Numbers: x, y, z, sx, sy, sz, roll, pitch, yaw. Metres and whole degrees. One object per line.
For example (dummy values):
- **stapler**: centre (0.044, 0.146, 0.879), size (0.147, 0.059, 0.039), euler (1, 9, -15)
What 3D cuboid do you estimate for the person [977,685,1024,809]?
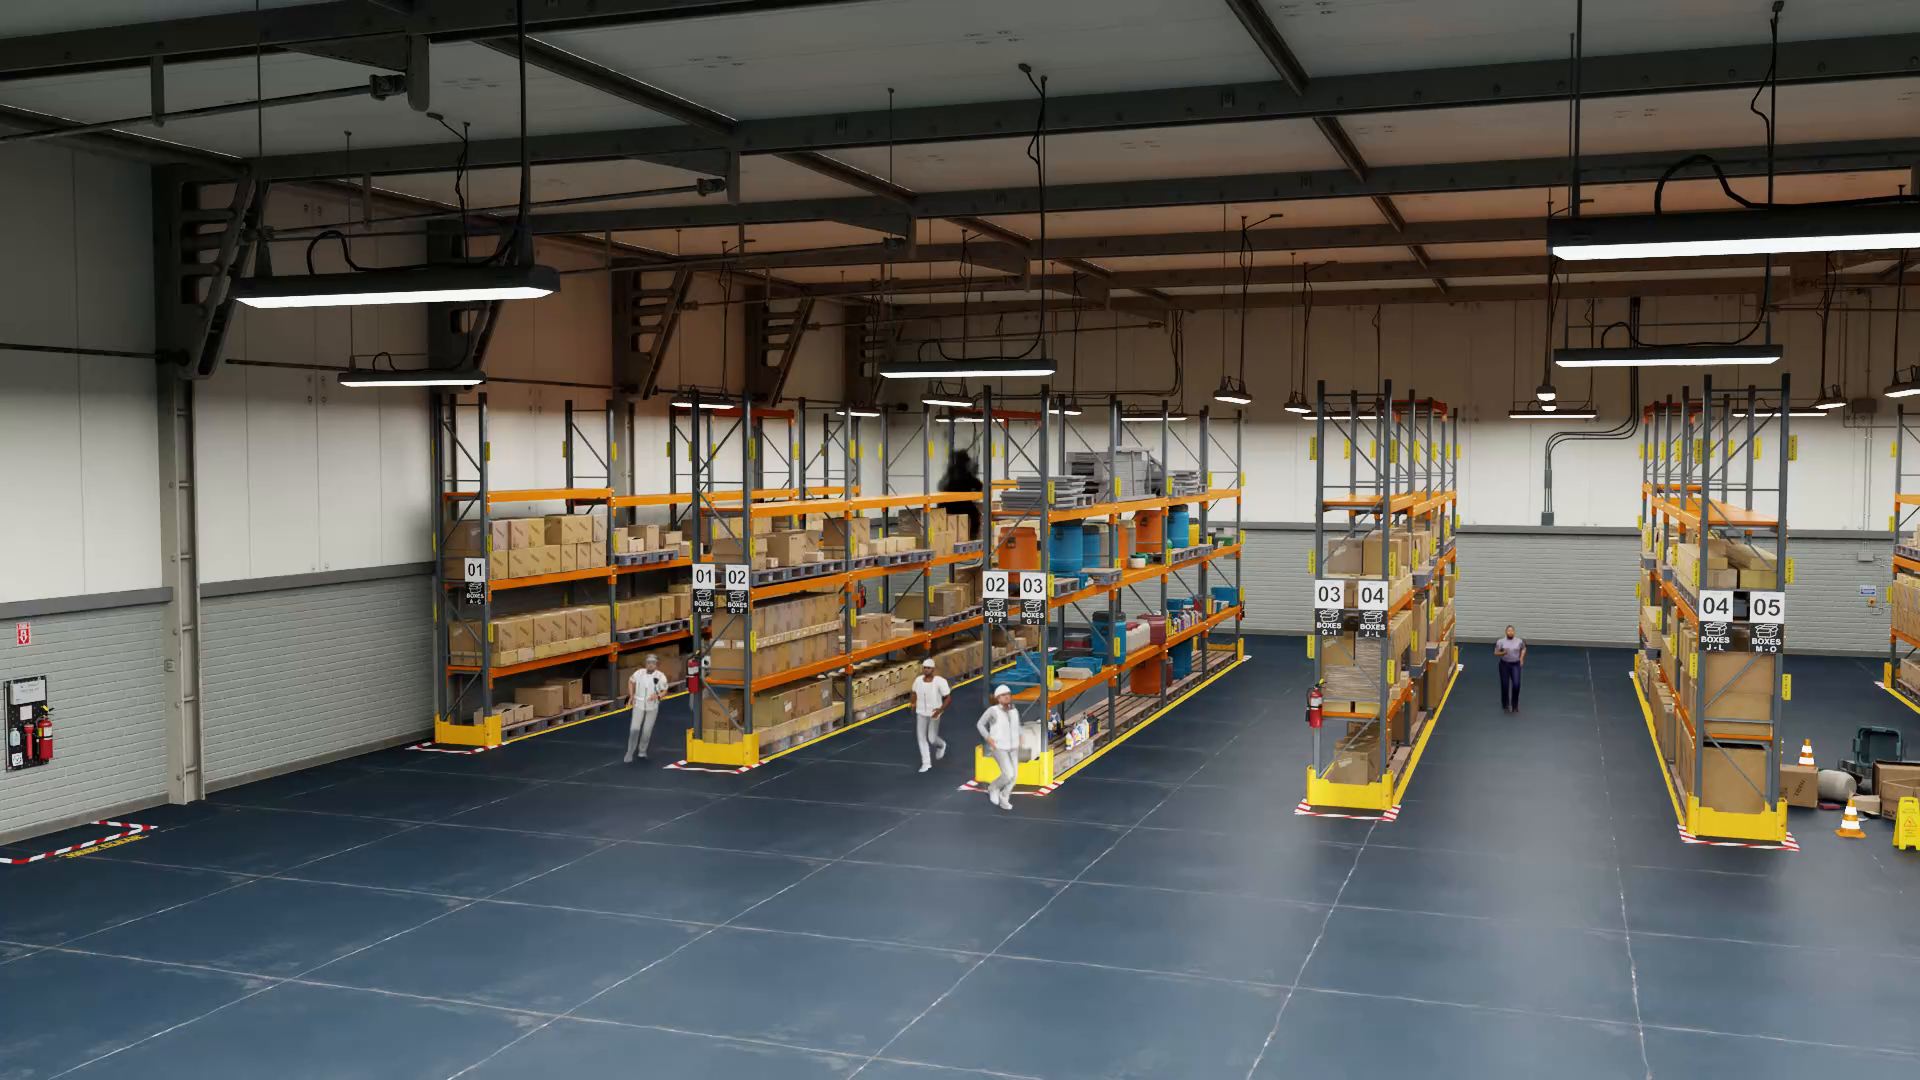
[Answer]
- **person**: centre (0.631, 2.904, 23.272), size (0.665, 1.737, 0.524), euler (-2, 4, -34)

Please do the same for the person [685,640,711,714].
- **person**: centre (-4.623, 2.604, 29.528), size (0.608, 1.656, 0.540), euler (0, 3, 4)

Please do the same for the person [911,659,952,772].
- **person**: centre (-0.464, 2.743, 26.290), size (0.708, 1.746, 0.772), euler (1, 3, 20)

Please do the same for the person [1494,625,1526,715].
- **person**: centre (10.541, 2.487, 31.875), size (0.585, 1.700, 0.694), euler (1, 3, 16)

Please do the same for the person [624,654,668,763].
- **person**: centre (-5.080, 2.718, 26.909), size (0.703, 1.784, 0.747), euler (0, 3, -7)
